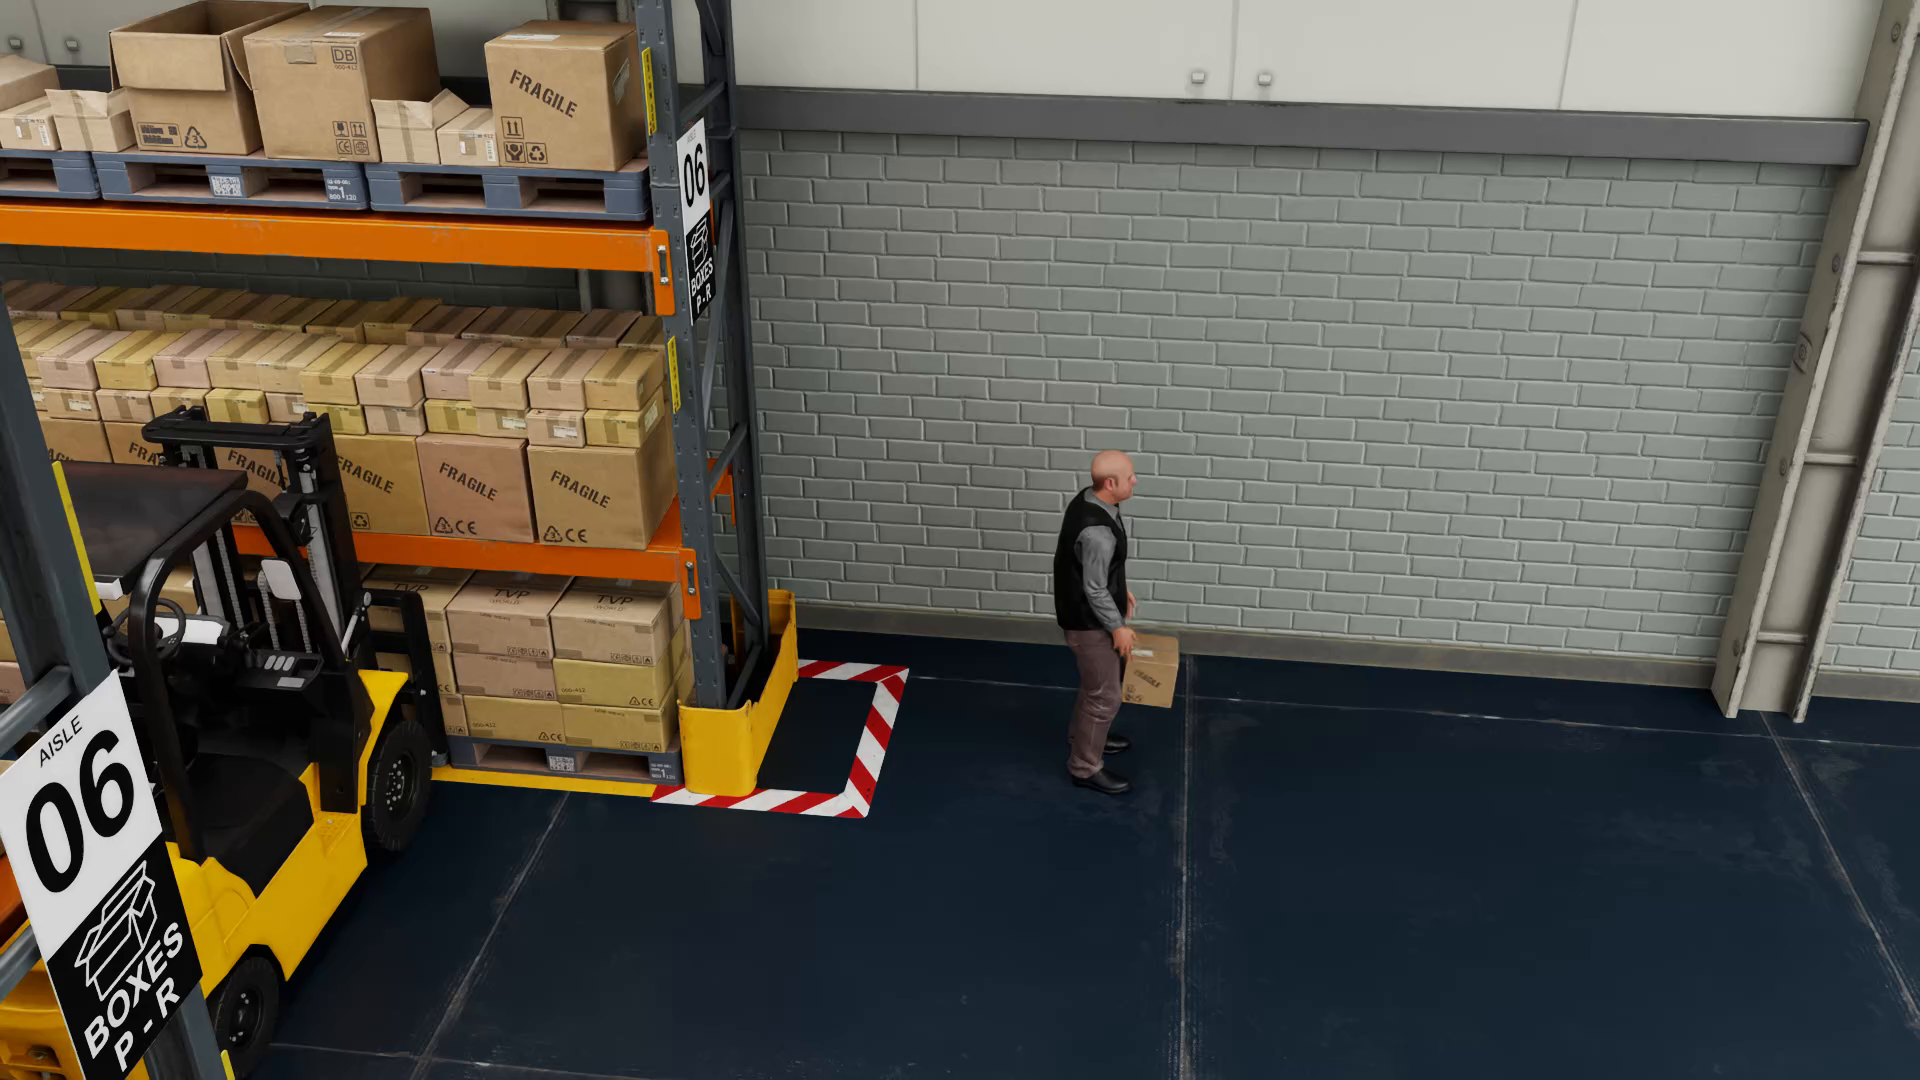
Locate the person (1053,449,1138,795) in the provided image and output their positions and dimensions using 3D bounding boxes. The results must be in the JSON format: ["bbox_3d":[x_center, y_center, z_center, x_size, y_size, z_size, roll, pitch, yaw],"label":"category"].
[{"bbox_3d":[0.650,0.403,7.996,0.419,1.626,0.558,3,28,5],"label":"person"}]
